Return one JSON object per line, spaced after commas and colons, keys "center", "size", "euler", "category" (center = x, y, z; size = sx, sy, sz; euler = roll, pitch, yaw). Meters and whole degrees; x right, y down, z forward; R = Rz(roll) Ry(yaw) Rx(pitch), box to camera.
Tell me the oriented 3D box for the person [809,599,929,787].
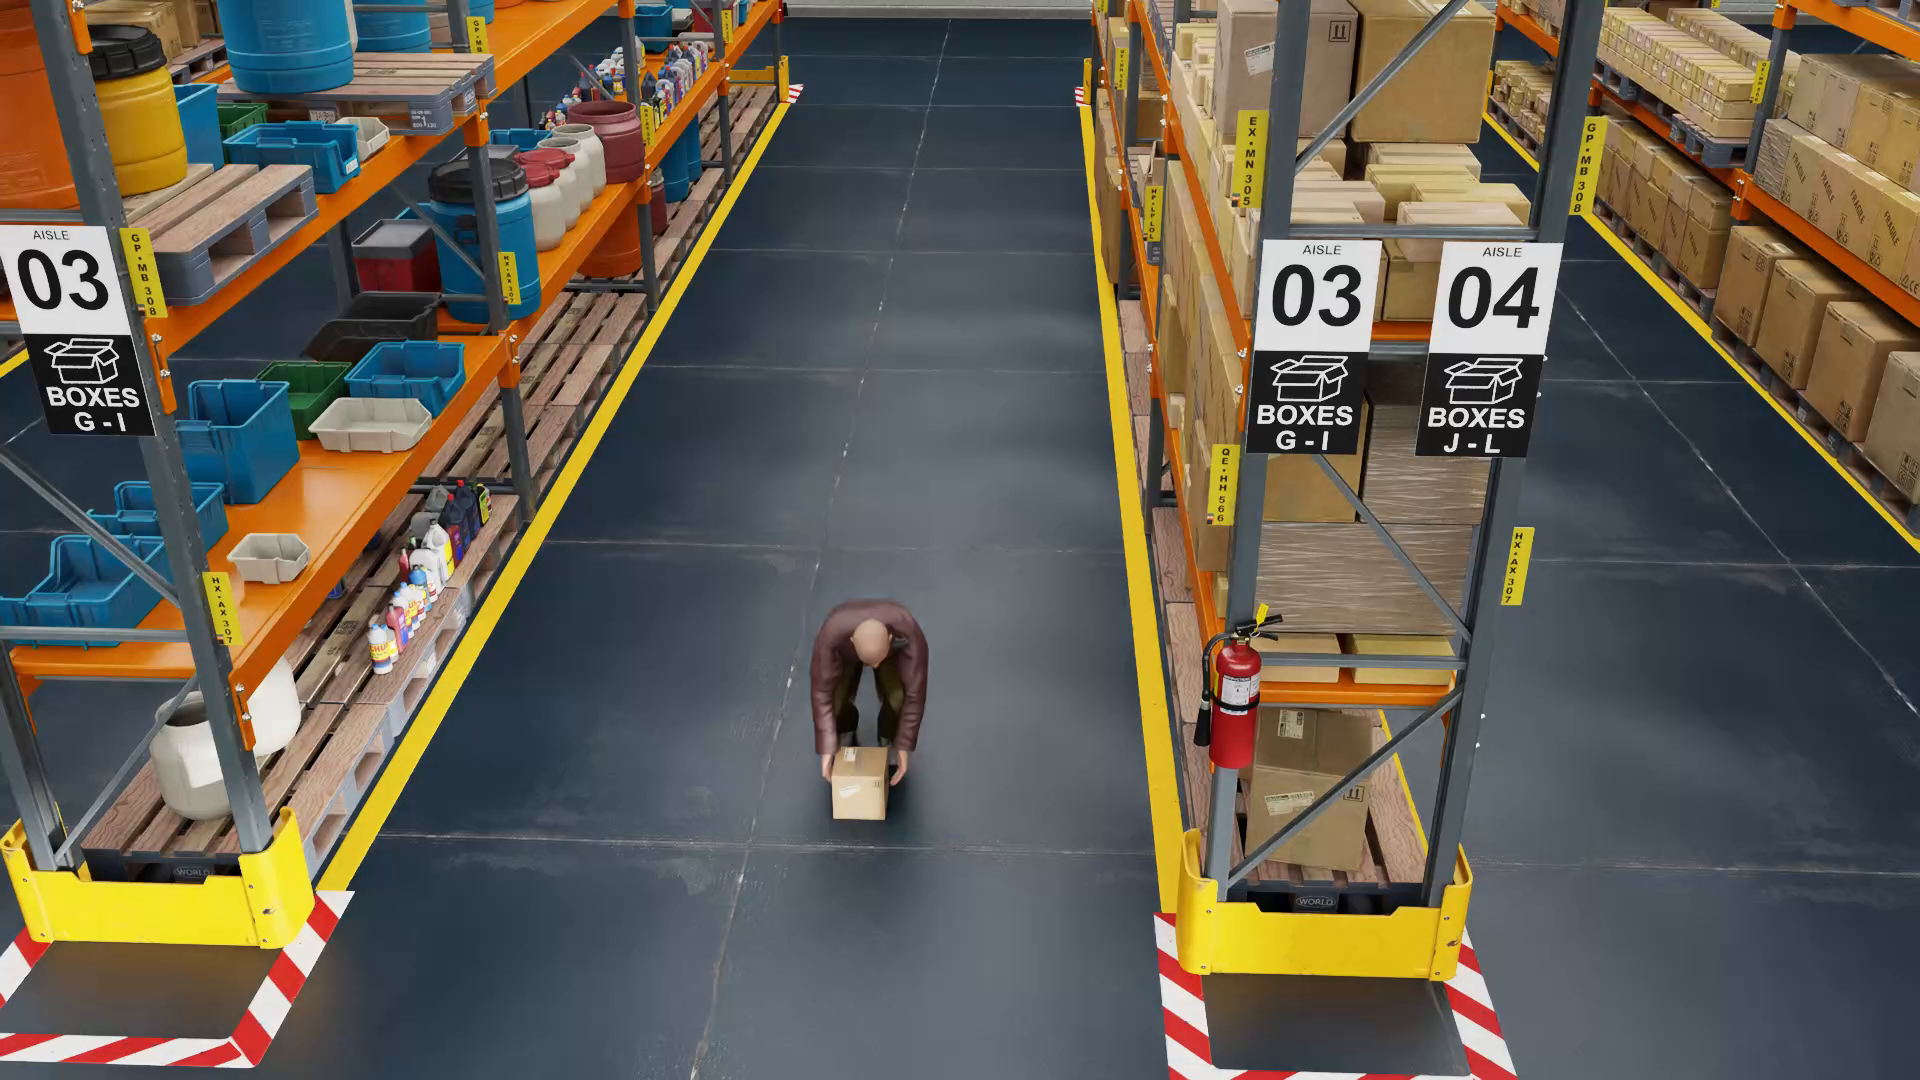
{"center": [-0.451, 0.674, 8.214], "size": [0.609, 0.976, 0.905], "euler": [1, 28, 2], "category": "person"}
